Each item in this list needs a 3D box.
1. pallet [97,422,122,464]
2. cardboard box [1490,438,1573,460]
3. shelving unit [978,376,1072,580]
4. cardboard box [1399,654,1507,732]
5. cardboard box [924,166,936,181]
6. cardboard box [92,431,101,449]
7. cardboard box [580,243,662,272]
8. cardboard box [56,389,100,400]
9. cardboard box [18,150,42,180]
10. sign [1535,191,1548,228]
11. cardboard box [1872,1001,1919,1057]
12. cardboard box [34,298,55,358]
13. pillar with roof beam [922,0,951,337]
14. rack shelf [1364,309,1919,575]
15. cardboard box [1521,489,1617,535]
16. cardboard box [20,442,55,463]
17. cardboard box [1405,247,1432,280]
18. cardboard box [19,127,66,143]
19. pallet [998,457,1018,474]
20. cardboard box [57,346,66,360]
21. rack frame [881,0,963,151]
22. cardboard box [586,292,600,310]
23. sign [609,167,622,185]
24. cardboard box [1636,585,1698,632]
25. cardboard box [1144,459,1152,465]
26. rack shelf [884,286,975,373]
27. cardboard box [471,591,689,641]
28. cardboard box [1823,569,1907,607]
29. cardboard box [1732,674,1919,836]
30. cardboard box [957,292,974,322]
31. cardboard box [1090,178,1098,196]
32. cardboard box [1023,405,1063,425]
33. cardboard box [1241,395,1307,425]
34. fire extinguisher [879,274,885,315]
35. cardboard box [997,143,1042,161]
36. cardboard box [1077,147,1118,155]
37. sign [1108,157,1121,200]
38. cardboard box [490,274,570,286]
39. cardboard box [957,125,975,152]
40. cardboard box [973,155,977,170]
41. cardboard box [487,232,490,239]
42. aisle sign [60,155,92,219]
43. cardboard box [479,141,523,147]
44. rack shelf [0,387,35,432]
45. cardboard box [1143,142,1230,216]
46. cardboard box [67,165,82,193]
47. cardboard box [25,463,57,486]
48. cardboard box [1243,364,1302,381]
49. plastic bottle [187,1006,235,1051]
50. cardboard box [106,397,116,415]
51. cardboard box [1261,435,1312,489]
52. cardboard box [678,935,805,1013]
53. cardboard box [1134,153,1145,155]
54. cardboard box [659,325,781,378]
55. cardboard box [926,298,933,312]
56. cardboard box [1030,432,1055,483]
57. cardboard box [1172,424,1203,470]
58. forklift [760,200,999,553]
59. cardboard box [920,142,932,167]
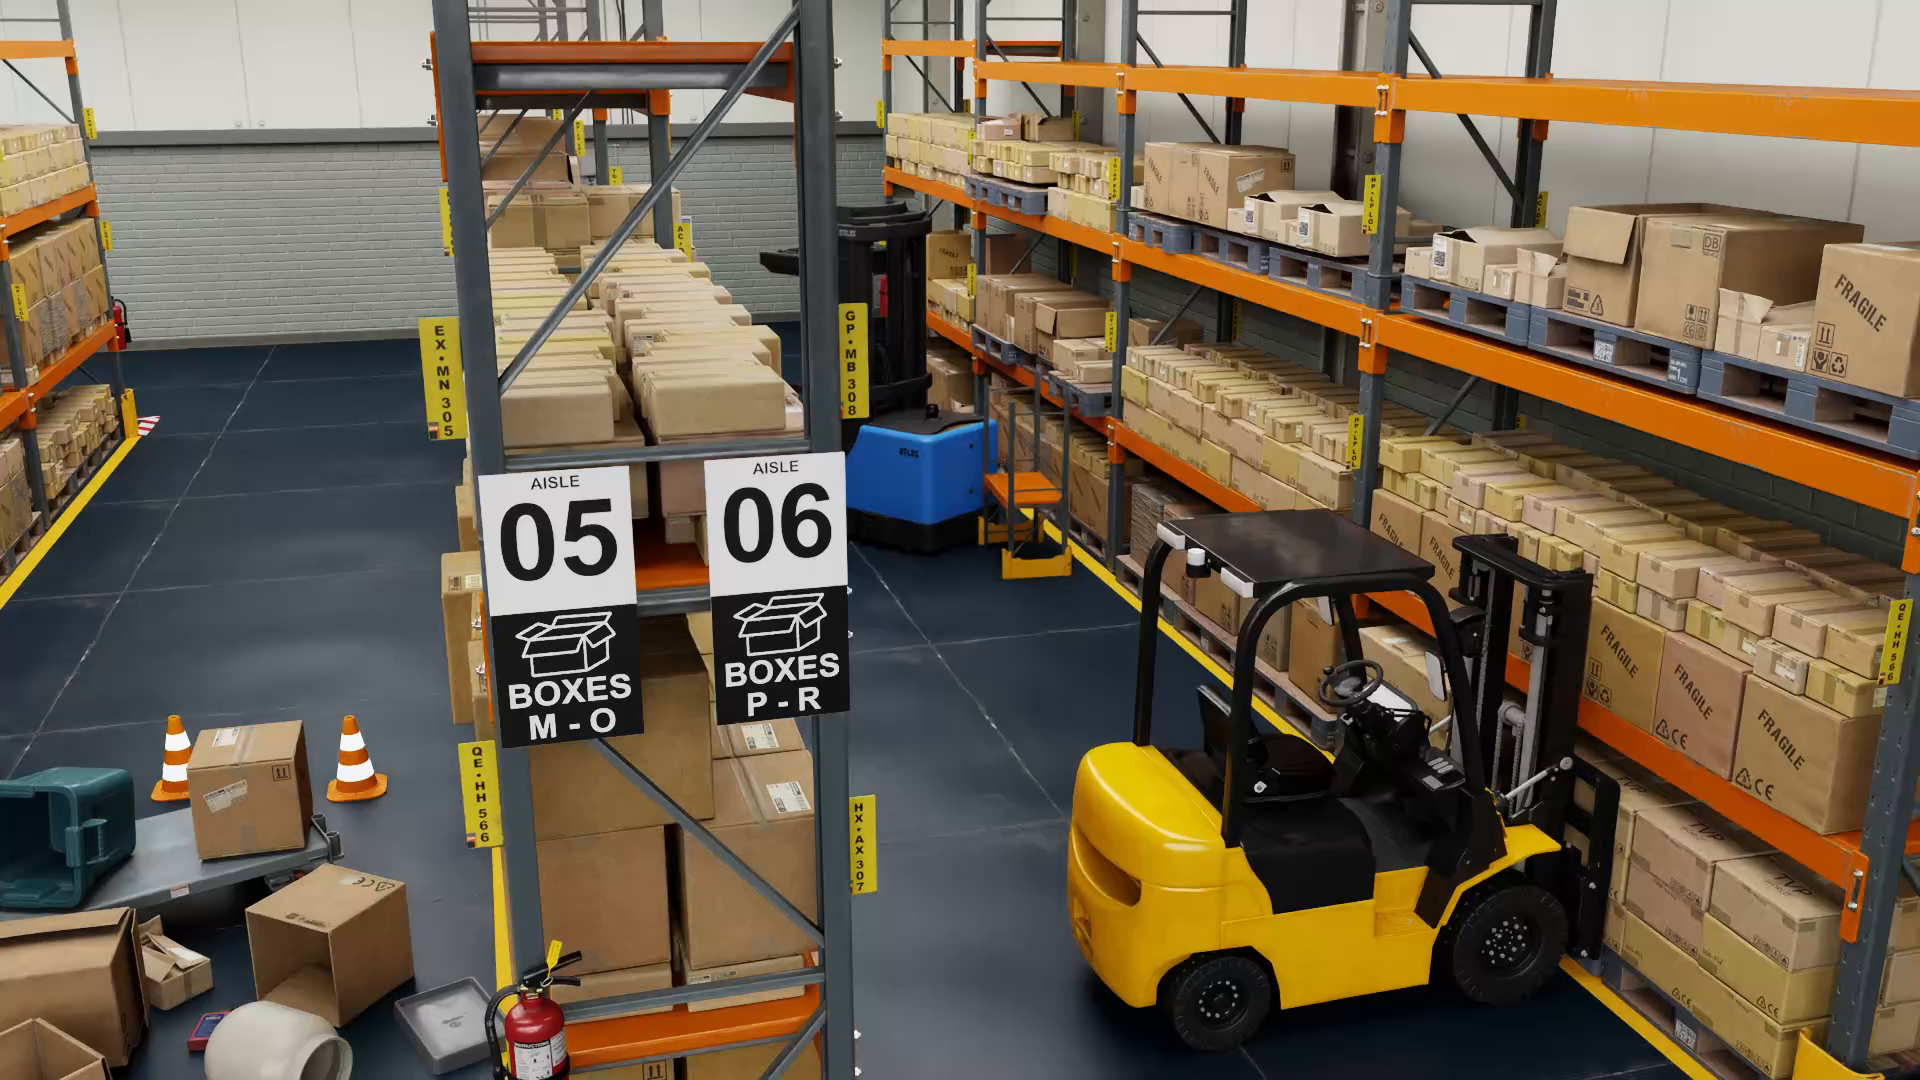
[{"bbox_3d":[-9.748,-1.027,18.003,1.003,0.211,1.213,-5,17,-15],"label":"pallet"},{"bbox_3d":[3.251,-0.468,9.477,0.380,0.149,0.250,-5,17,-17],"label":"cardboard box"},{"bbox_3d":[0.547,-0.554,14.191,0.587,1.500,1.083,-3,17,-10],"label":"shelving unit"},{"bbox_3d":[2.805,0.834,9.274,0.500,0.250,0.500,-5,17,-15],"label":"cardboard box"},{"bbox_3d":[-0.190,-4.133,18.719,0.380,0.149,0.250,-4,17,-14],"label":"cardboard box"},{"bbox_3d":[-9.244,-1.041,17.430,0.380,0.149,0.250,-6,18,-18],"label":"cardboard box"},{"bbox_3d":[-1.631,-1.338,8.030,0.380,0.149,0.250,-4,17,-14],"label":"cardboard box"},{"bbox_3d":[-9.555,-1.531,18.026,0.380,0.149,0.250,-4,17,-14],"label":"cardboard box"},{"bbox_3d":[-9.017,-3.539,15.697,0.500,0.250,0.500,-4,17,-14],"label":"cardboard box"},{"bbox_3d":[3.376,-1.870,9.715,0.100,0.325,0.005,-5,17,-15],"label":"sign"},{"bbox_3d":[3.996,1.967,7.240,0.500,0.250,0.500,-5,17,-15],"label":"cardboard box"},{"bbox_3d":[-8.895,-1.988,15.664,0.500,0.500,0.500,-5,17,-15],"label":"cardboard box"},{"bbox_3d":[-4.468,-6.773,21.858,9.100,9.000,0.400,-5,17,-15],"label":"pillar with roof beam"},{"bbox_3d":[3.393,-0.643,7.915,1.077,0.370,4.000,-5,17,-15],"label":"rack shelf"},{"bbox_3d":[3.076,-0.143,8.397,0.380,0.149,0.250,-5,17,-15],"label":"cardboard box"},{"bbox_3d":[-8.773,-0.817,15.650,0.380,0.149,0.250,-4,17,-13],"label":"cardboard box"},{"bbox_3d":[2.675,-1.521,9.121,0.380,0.149,0.250,-4,17,-14],"label":"cardboard box"},{"bbox_3d":[-9.362,-4.126,16.957,0.380,0.149,0.250,-4,17,-14],"label":"cardboard box"},{"bbox_3d":[0.905,-0.759,17.113,1.003,0.211,1.213,-5,17,-15],"label":"pallet"},{"bbox_3d":[-9.030,-1.848,16.328,0.380,0.149,0.250,-4,17,-13],"label":"cardboard box"},{"bbox_3d":[-0.455,-6.296,20.271,1.000,3.000,0.127,-5,17,-15],"label":"rack frame"},{"bbox_3d":[-1.408,-0.977,7.521,0.500,0.250,0.500,-5,17,-16],"label":"cardboard box"},{"bbox_3d":[-2.505,-2.544,12.093,0.100,0.325,0.005,-5,17,-15],"label":"sign"},{"bbox_3d":[3.291,0.286,7.486,0.380,0.149,0.250,-5,18,-17],"label":"cardboard box"},{"bbox_3d":[1.853,-0.770,14.788,0.380,0.149,0.250,-4,17,-14],"label":"cardboard box"},{"bbox_3d":[0.095,-2.526,19.396,1.077,0.370,4.000,-5,17,-15],"label":"rack shelf"},{"bbox_3d":[-1.311,0.462,5.771,0.700,0.500,0.500,-5,17,-15],"label":"cardboard box"},{"bbox_3d":[3.930,0.245,7.105,0.380,0.149,0.250,-4,17,-14],"label":"cardboard box"},{"bbox_3d":[3.555,0.839,6.771,0.500,0.500,0.500,-5,17,-16],"label":"cardboard box"},{"bbox_3d":[0.270,-2.509,17.835,0.500,0.250,0.500,-4,17,-14],"label":"cardboard box"},{"bbox_3d":[1.315,-2.993,14.056,0.380,0.149,0.250,-4,17,-14],"label":"cardboard box"},{"bbox_3d":[0.841,-1.224,16.300,0.380,0.149,0.250,-5,17,-15],"label":"cardboard box"},{"bbox_3d":[2.156,-0.891,11.402,0.380,0.149,0.250,-5,17,-15],"label":"cardboard box"},{"bbox_3d":[-0.939,-3.212,21.213,0.296,0.674,0.183,-5,17,-15],"label":"fire extinguisher"},{"bbox_3d":[0.572,-3.697,15.846,0.380,0.149,0.250,-5,17,-16],"label":"cardboard box"},{"bbox_3d":[1.288,-3.527,15.280,0.380,0.149,0.250,-4,17,-14],"label":"cardboard box"},{"bbox_3d":[1.222,-2.852,13.121,0.100,0.325,0.005,-5,17,-15],"label":"sign"},{"bbox_3d":[-1.829,-1.013,6.947,0.380,0.149,0.250,-5,18,-17],"label":"cardboard box"},{"bbox_3d":[0.274,-4.184,17.328,0.500,0.250,0.500,-5,17,-15],"label":"cardboard box"},{"bbox_3d":[0.344,-3.768,16.601,0.380,0.149,0.250,-4,17,-14],"label":"cardboard box"},{"bbox_3d":[-2.501,-1.708,9.741,0.500,0.250,0.500,-4,17,-15],"label":"cardboard box"},{"bbox_3d":[-9.689,-3.900,18.201,0.394,0.787,0.004,-5,17,-15],"label":"aisle sign"},{"bbox_3d":[-3.791,-2.967,13.498,0.500,0.500,0.500,-5,17,-15],"label":"cardboard box"},{"bbox_3d":[-8.309,-0.606,13.007,1.077,0.370,4.000,-5,17,-15],"label":"rack shelf"},{"bbox_3d":[1.709,-2.724,12.516,0.500,0.500,0.500,-5,17,-15],"label":"cardboard box"},{"bbox_3d":[-9.431,-3.730,17.202,0.500,0.250,0.500,-5,17,-15],"label":"cardboard box"},{"bbox_3d":[-8.651,-0.608,15.470,0.380,0.149,0.250,-4,17,-13],"label":"cardboard box"},{"bbox_3d":[2.351,-1.214,12.479,0.380,0.149,0.250,-5,17,-16],"label":"cardboard box"},{"bbox_3d":[-3.377,2.202,7.515,0.133,0.061,0.283,-2,17,-6],"label":"plastic bottle"},{"bbox_3d":[-9.538,-1.465,18.325,0.380,0.149,0.250,-5,17,-17],"label":"cardboard box"},{"bbox_3d":[2.314,-0.529,10.891,0.500,0.250,0.500,-5,17,-17],"label":"cardboard box"},{"bbox_3d":[-0.723,1.406,5.495,0.380,0.149,0.250,-5,17,-15],"label":"cardboard box"},{"bbox_3d":[1.619,-3.314,14.606,0.380,0.149,0.250,-5,17,-15],"label":"cardboard box"},{"bbox_3d":[-0.822,-0.635,5.687,0.380,0.149,0.250,-5,17,-15],"label":"cardboard box"},{"bbox_3d":[-0.230,-2.759,19.359,0.380,0.149,0.250,-4,17,-14],"label":"cardboard box"},{"bbox_3d":[0.987,-0.740,15.818,0.500,0.500,0.500,-5,18,-17],"label":"cardboard box"},{"bbox_3d":[1.913,-0.715,12.379,0.500,0.250,0.500,-5,18,-17],"label":"cardboard box"},{"bbox_3d":[-1.106,-1.618,15.245,3.031,2.935,1.130,13,21,37],"label":"forklift"},{"bbox_3d":[-0.143,-4.363,18.794,0.500,0.250,0.500,-5,17,-16],"label":"cardboard box"}]
